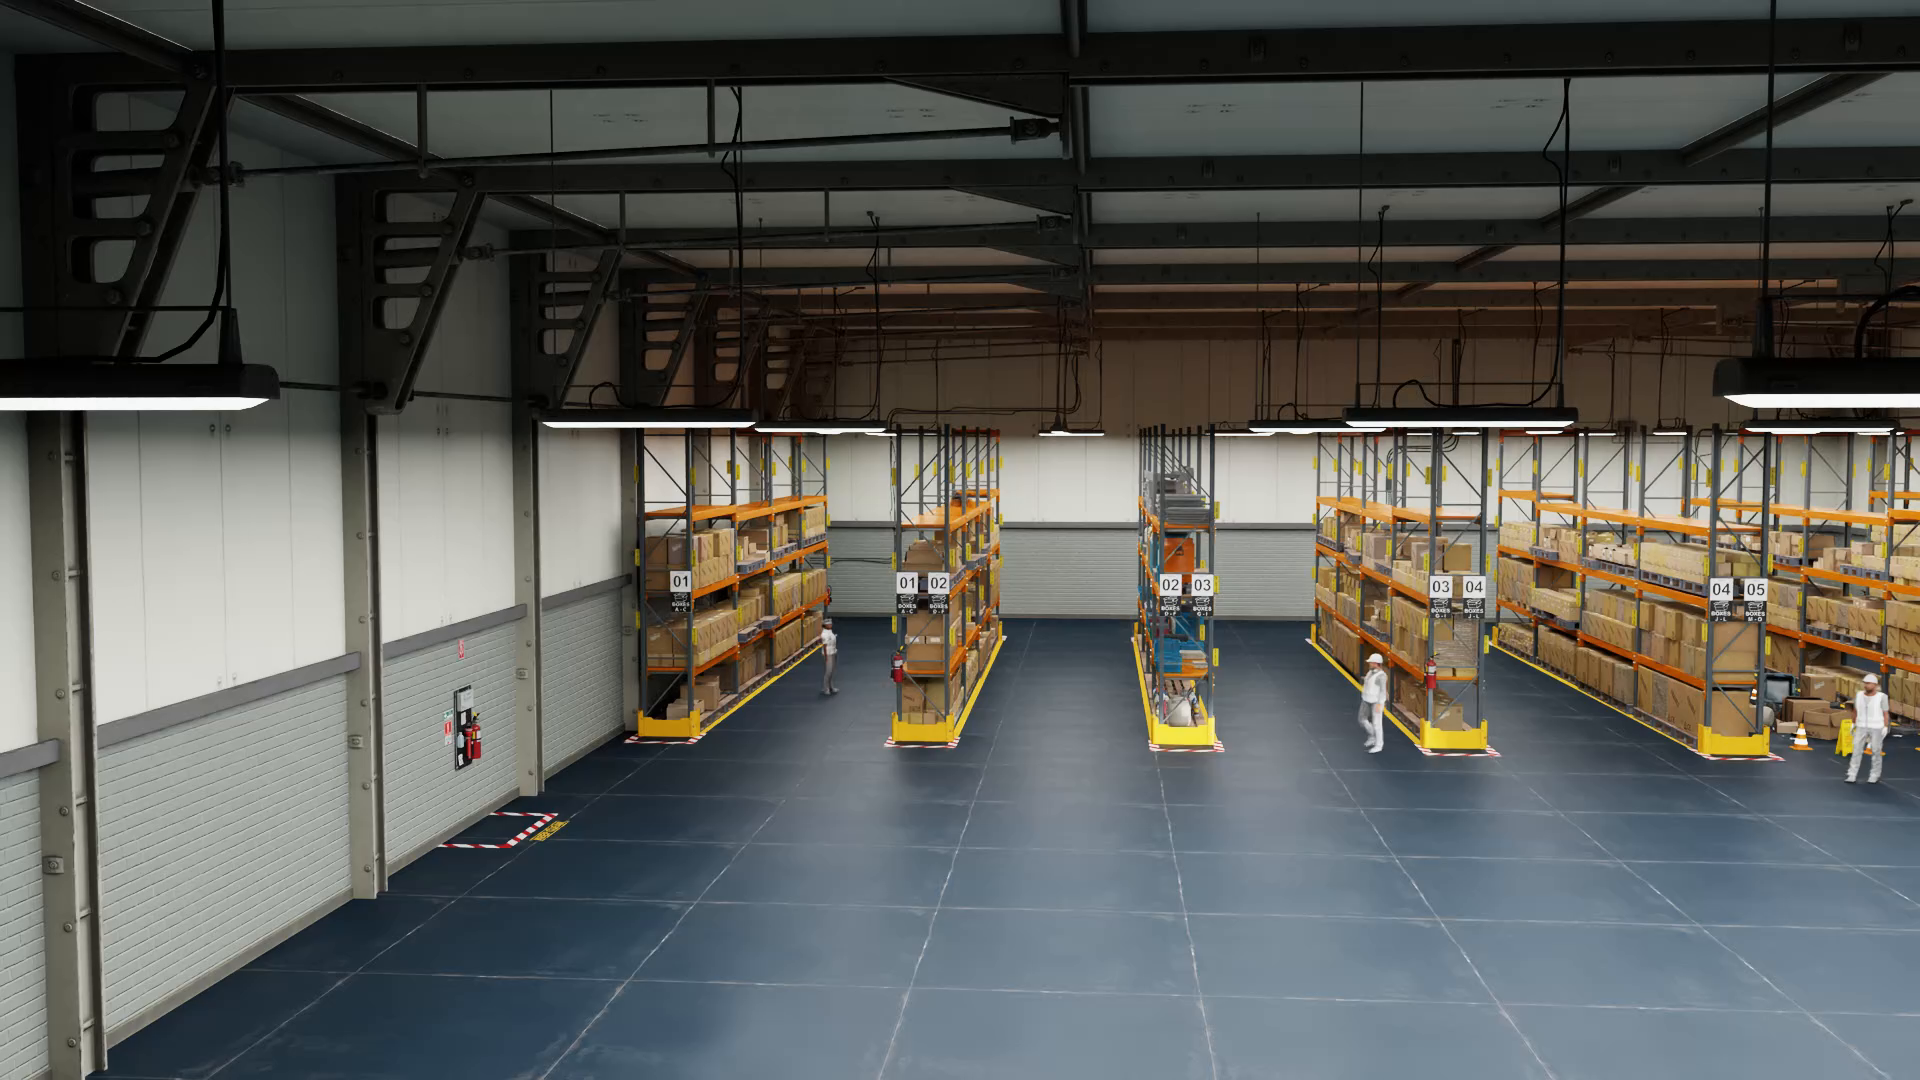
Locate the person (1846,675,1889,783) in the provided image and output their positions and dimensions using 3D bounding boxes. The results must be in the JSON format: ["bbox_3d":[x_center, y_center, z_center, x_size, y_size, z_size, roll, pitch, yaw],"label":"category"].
[{"bbox_3d":[15.086,3.143,27.663,0.549,1.799,0.574,-3,5,-42],"label":"person"}]

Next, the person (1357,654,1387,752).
[{"bbox_3d":[7.597,2.968,30.547,0.458,1.777,0.623,-2,4,-26],"label":"person"}]

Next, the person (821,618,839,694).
[{"bbox_3d":[-2.956,2.638,37.573,0.392,1.755,0.538,1,4,18],"label":"person"}]
